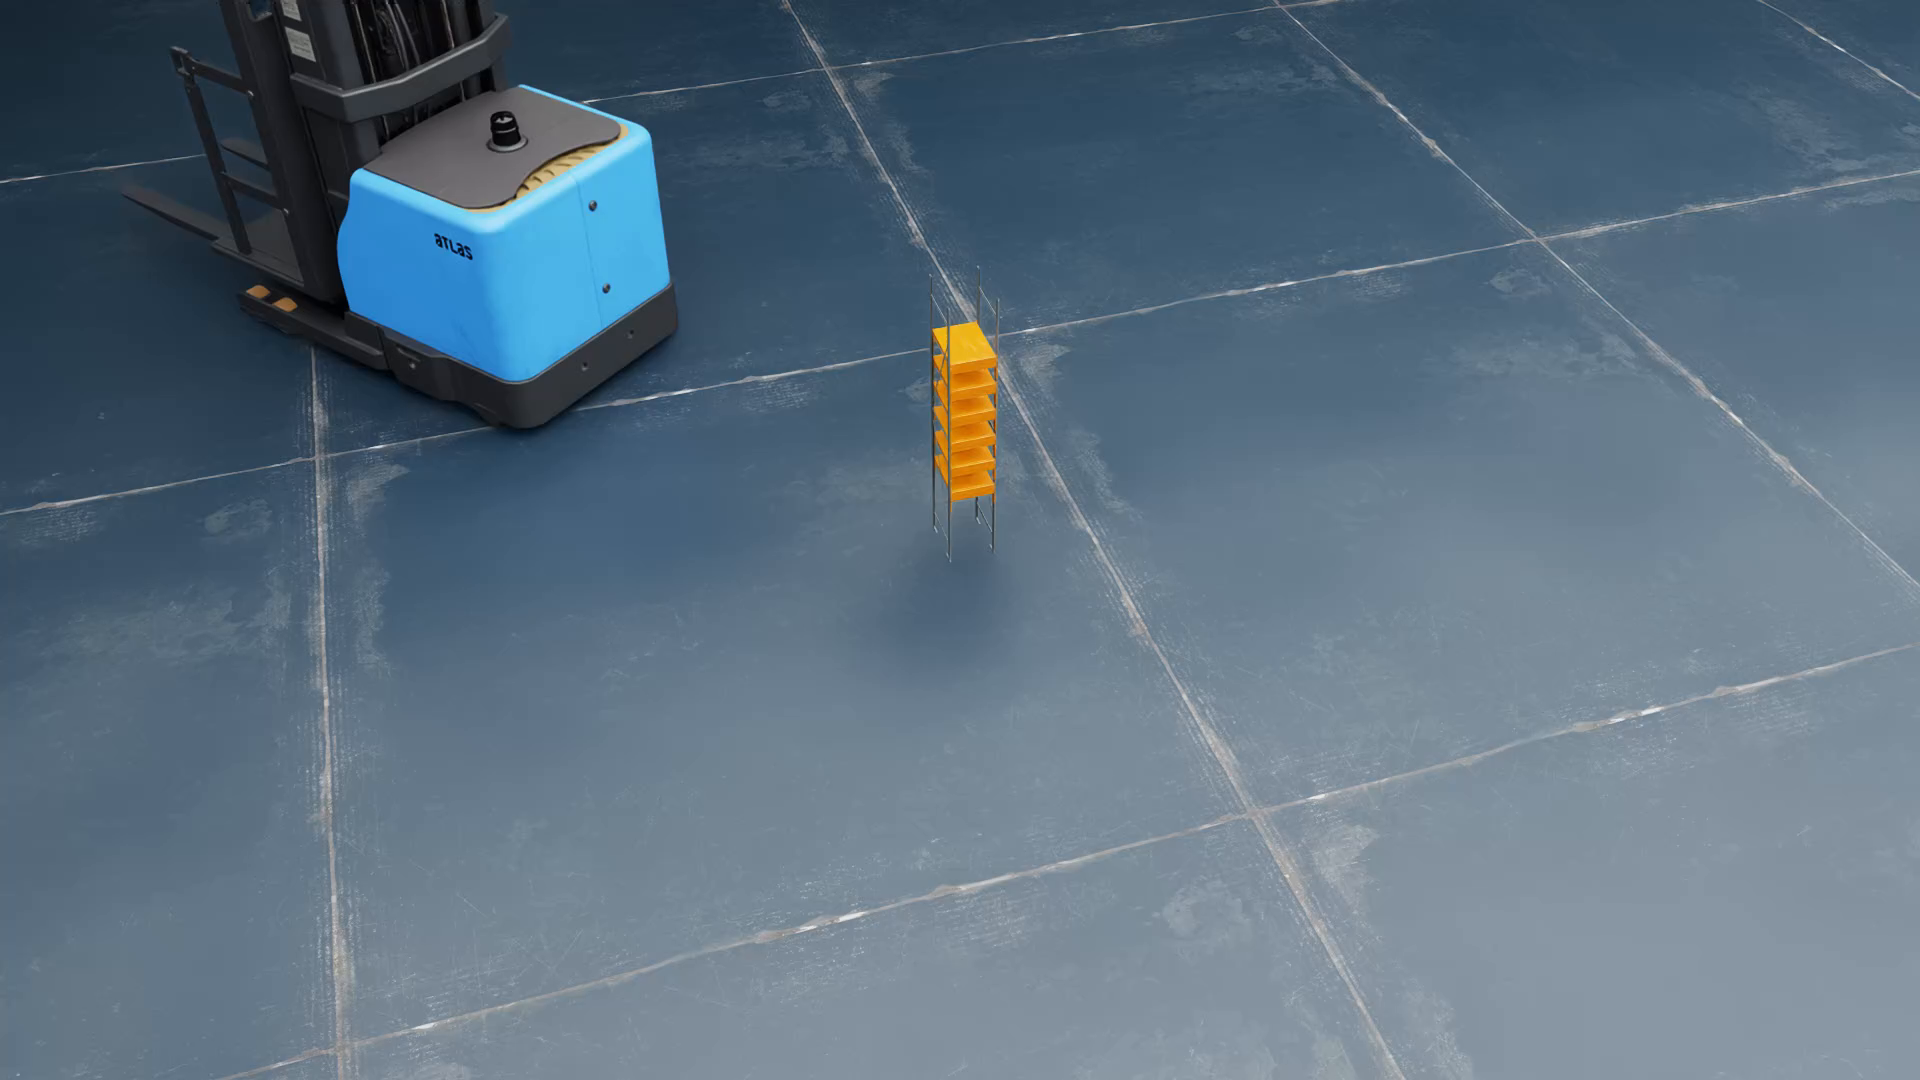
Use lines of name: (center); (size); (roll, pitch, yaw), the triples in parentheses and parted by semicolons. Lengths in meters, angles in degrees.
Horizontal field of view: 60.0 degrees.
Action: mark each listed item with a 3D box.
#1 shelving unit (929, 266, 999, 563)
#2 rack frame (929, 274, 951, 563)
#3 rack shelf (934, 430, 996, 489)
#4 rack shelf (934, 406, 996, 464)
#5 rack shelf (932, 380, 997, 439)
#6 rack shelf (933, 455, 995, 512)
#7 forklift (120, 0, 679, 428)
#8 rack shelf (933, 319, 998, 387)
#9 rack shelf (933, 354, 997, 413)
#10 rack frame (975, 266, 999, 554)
shelving unit: (0.014, -0.455, 6.359); (0.189, 1.200, 0.258); (-12, 42, -13)
rack frame: (-0.073, -0.437, 6.338); (0.006, 1.200, 0.240); (-12, 42, -13)
rack shelf: (0.014, -0.331, 6.467); (0.180, 0.103, 0.258); (-12, 42, -13)
rack shelf: (0.014, -0.421, 6.388); (0.180, 0.103, 0.258); (-12, 42, -13)
rack shelf: (0.014, -0.512, 6.309); (0.180, 0.103, 0.258); (-12, 42, -13)
rack shelf: (0.014, -0.241, 6.546); (0.180, 0.103, 0.258); (-12, 42, -13)
forklift: (-2.826, -2.344, 7.205); (3.031, 2.935, 1.130); (24, 46, 25)
rack shelf: (0.014, -0.692, 6.151); (0.180, 0.103, 0.258); (-12, 42, -13)
rack shelf: (0.014, -0.602, 6.230); (0.180, 0.103, 0.258); (-12, 42, -13)
rack frame: (0.101, -0.473, 6.379); (0.006, 1.200, 0.240); (-12, 42, -13)
